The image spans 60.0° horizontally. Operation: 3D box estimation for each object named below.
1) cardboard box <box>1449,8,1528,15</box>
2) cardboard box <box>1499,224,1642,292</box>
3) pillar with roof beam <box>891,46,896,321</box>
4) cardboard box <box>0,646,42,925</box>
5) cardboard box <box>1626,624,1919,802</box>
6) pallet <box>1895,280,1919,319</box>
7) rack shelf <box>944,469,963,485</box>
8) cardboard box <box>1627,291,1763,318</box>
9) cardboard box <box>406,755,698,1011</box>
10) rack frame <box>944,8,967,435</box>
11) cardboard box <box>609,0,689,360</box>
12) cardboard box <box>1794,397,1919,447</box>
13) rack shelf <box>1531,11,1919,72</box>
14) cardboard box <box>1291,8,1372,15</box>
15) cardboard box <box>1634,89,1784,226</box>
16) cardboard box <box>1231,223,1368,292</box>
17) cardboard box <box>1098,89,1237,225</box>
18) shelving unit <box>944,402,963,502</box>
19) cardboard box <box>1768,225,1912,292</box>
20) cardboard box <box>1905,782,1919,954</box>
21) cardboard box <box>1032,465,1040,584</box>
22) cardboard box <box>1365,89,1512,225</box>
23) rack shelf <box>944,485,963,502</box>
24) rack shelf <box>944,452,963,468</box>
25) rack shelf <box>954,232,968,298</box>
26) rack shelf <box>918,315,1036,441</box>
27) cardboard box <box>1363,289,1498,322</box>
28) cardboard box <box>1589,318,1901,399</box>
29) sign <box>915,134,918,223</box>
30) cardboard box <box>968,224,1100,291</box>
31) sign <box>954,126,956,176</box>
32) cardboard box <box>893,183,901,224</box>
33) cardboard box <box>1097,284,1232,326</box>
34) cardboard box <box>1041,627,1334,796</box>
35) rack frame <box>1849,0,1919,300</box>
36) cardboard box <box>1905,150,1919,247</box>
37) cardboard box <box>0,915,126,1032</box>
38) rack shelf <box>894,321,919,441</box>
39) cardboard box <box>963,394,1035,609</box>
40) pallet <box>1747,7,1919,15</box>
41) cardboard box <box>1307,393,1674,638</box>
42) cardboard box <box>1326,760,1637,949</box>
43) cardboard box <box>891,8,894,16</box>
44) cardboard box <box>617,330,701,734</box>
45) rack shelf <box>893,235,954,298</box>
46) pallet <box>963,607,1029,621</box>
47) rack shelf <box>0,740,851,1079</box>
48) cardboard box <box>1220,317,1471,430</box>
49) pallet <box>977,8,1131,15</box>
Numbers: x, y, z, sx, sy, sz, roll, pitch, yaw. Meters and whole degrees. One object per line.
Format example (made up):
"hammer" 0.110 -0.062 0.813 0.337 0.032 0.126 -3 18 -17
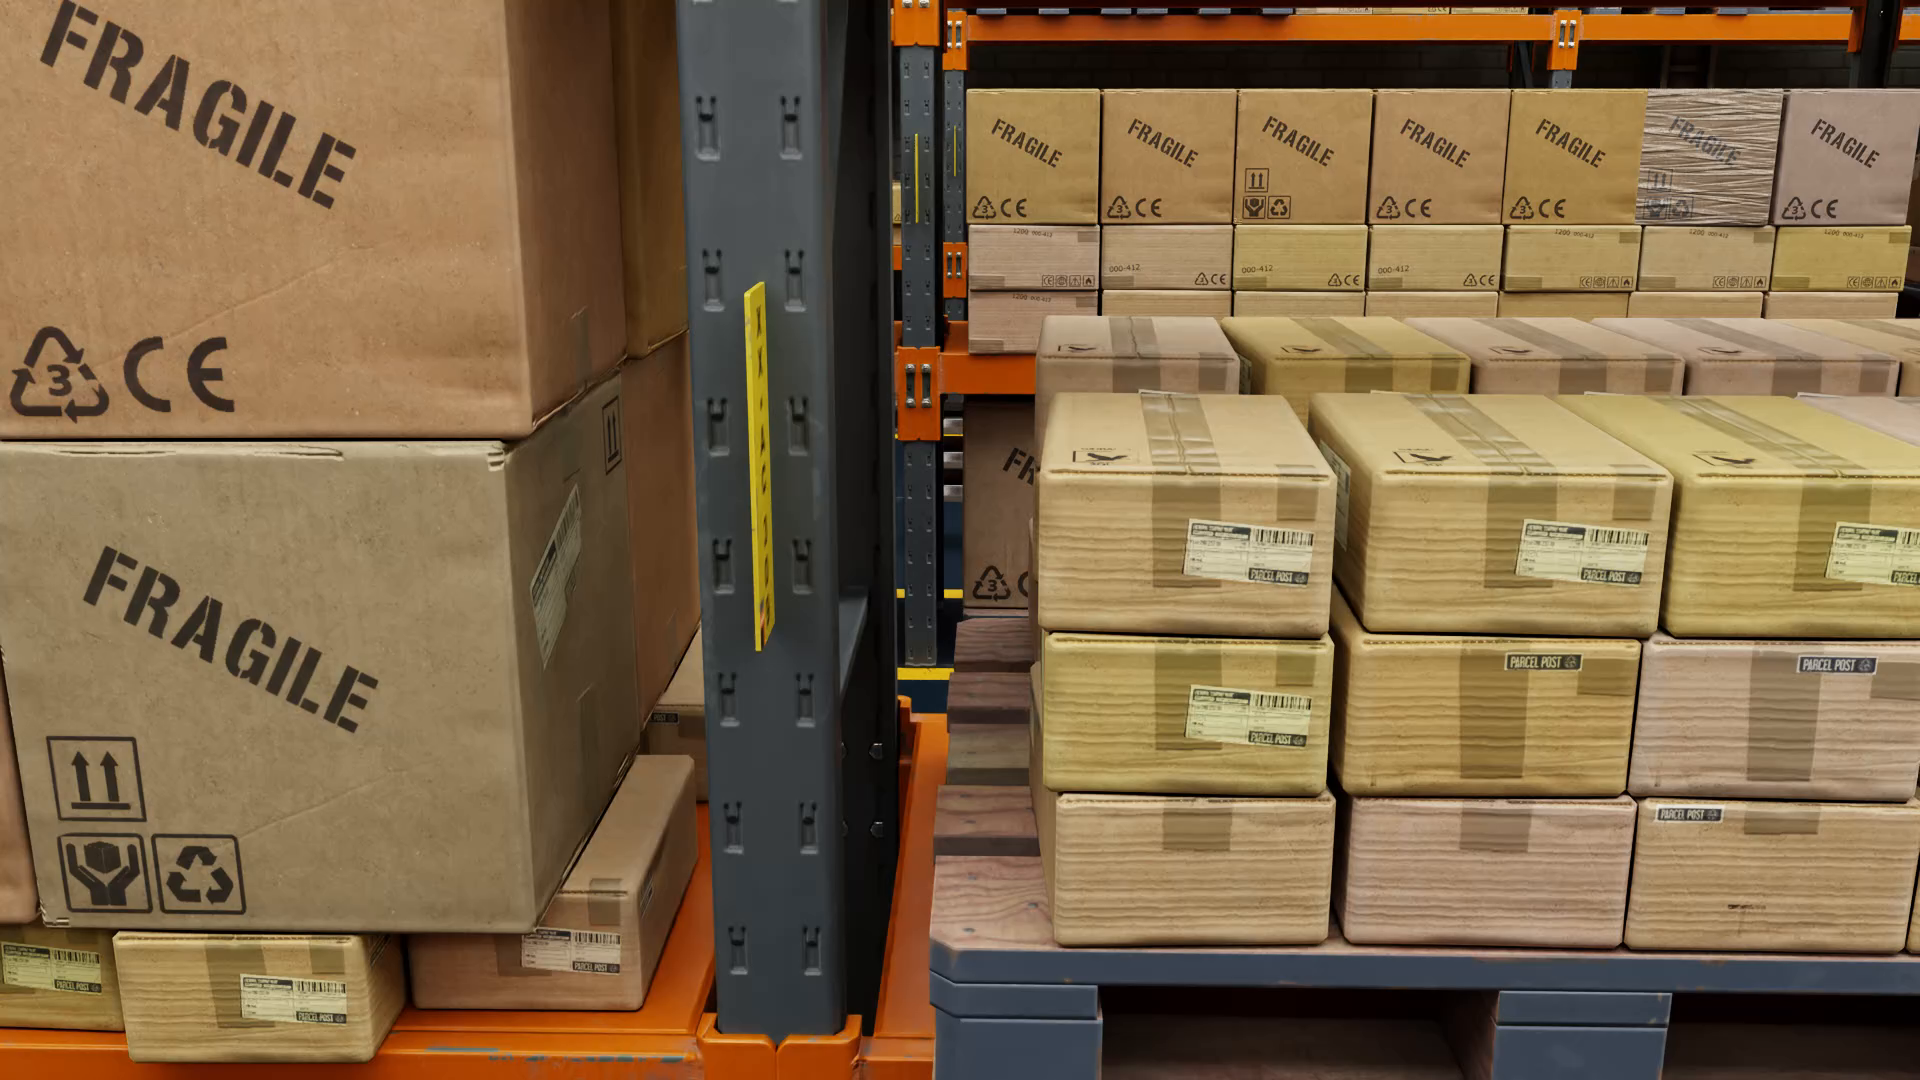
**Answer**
"cardboard box" 3.452 -3.609 11.053 0.500 0.250 0.500 0 15 0
"cardboard box" 2.333 -1.132 6.564 0.500 0.250 0.500 0 15 0
"pillar with roof beam" -0.810 -4.353 7.699 0.400 9.000 9.100 0 15 1
"cardboard box" -1.185 0.086 1.854 0.500 0.500 0.500 0 15 0
"cardboard box" 0.724 0.110 1.627 0.250 0.149 0.380 1 15 3
"pallet" 4.564 -0.953 6.950 1.003 0.211 1.213 0 15 1
"rack shelf" -0.008 -0.316 8.757 0.200 0.077 0.258 0 15 1
"cardboard box" 2.825 -0.888 6.618 0.500 0.250 0.500 1 15 2
"cardboard box" -0.467 0.393 1.965 0.250 0.149 0.380 0 15 1
"rack frame" -0.027 -2.316 11.737 0.127 3.000 1.000 0 15 1
"cardboard box" -0.620 -0.527 2.220 0.500 0.500 0.500 1 15 3
"cardboard box" 0.991 -0.031 1.582 0.250 0.149 0.380 0 15 1
"rack shelf" 5.971 -3.379 11.298 4.000 0.370 1.077 0 15 1
"cardboard box" 2.450 -3.615 11.076 0.500 0.250 0.500 0 15 1
"cardboard box" 2.812 -1.493 6.464 0.500 0.500 0.500 1 15 2
"cardboard box" 1.308 -1.138 6.587 0.500 0.250 0.500 1 15 2
"cardboard box" 0.792 -1.509 6.524 0.500 0.500 0.500 0 15 1
"shelving unit" -0.008 -0.435 8.725 0.210 0.900 0.258 0 15 1
"cardboard box" 3.358 -1.131 6.562 0.500 0.250 0.500 0 15 1
"cardboard box" 0.985 0.256 1.658 0.250 0.149 0.380 1 15 2
"cardboard box" 0.227 -0.060 2.273 0.250 0.149 0.380 1 15 3
"cardboard box" 1.810 -1.503 6.503 0.500 0.500 0.500 0 15 1
"rack shelf" -0.008 -0.229 8.780 0.200 0.077 0.258 0 15 1
"rack shelf" -0.008 -0.403 8.734 0.200 0.077 0.258 0 15 1
"rack shelf" 1.972 -1.955 11.779 4.000 0.370 1.077 0 15 1
"rack shelf" 1.849 -0.689 6.981 4.000 0.370 1.077 0 15 1
"cardboard box" 1.812 -0.891 6.631 0.500 0.250 0.500 0 15 1
"cardboard box" 1.020 -0.198 2.213 0.250 0.149 0.380 0 15 1
"sign" -0.163 -1.365 6.282 0.005 0.325 0.100 0 15 1
"cardboard box" 0.283 -1.144 6.611 0.500 0.250 0.500 0 15 0
"sign" -0.033 -2.596 11.102 0.005 0.325 0.100 0 15 1
"cardboard box" -0.542 -2.328 11.495 0.500 0.250 0.500 1 15 3
"cardboard box" 0.800 -0.904 6.681 0.500 0.250 0.500 0 15 0
"cardboard box" 0.207 0.108 1.638 0.250 0.149 0.380 1 15 2
"rack frame" 3.849 -1.024 6.840 0.127 3.000 1.000 0 15 1
"cardboard box" 4.310 -1.487 6.993 0.500 0.500 0.500 0 15 0
"cardboard box" -0.993 0.402 1.930 0.250 0.149 0.380 1 15 4
"rack shelf" -2.149 -0.715 7.080 4.000 0.370 1.077 0 15 1
"cardboard box" 0.472 -0.242 7.218 0.875 0.875 0.875 1 15 3
"pallet" 5.770 -3.660 11.324 1.213 0.211 1.003 1 15 4
"cardboard box" 0.486 -0.036 1.599 0.250 0.149 0.380 1 15 3
"cardboard box" 0.484 0.252 1.675 0.250 0.149 0.380 1 15 2
"cardboard box" -0.394 -3.572 11.110 0.250 0.149 0.380 0 15 1
"cardboard box" -0.664 -0.046 2.357 0.500 0.500 0.500 0 15 0
"rack shelf" -2.026 -1.981 11.878 4.000 0.370 1.077 0 15 1
"pallet" 0.623 0.284 7.348 1.213 0.211 1.003 0 15 1
"rack shelf" -2.175 0.548 2.293 4.000 0.370 1.077 0 15 1
"cardboard box" 0.500 -0.202 2.227 0.250 0.149 0.380 0 15 0
"pallet" 0.623 -3.653 11.294 1.003 0.211 1.213 0 15 1
